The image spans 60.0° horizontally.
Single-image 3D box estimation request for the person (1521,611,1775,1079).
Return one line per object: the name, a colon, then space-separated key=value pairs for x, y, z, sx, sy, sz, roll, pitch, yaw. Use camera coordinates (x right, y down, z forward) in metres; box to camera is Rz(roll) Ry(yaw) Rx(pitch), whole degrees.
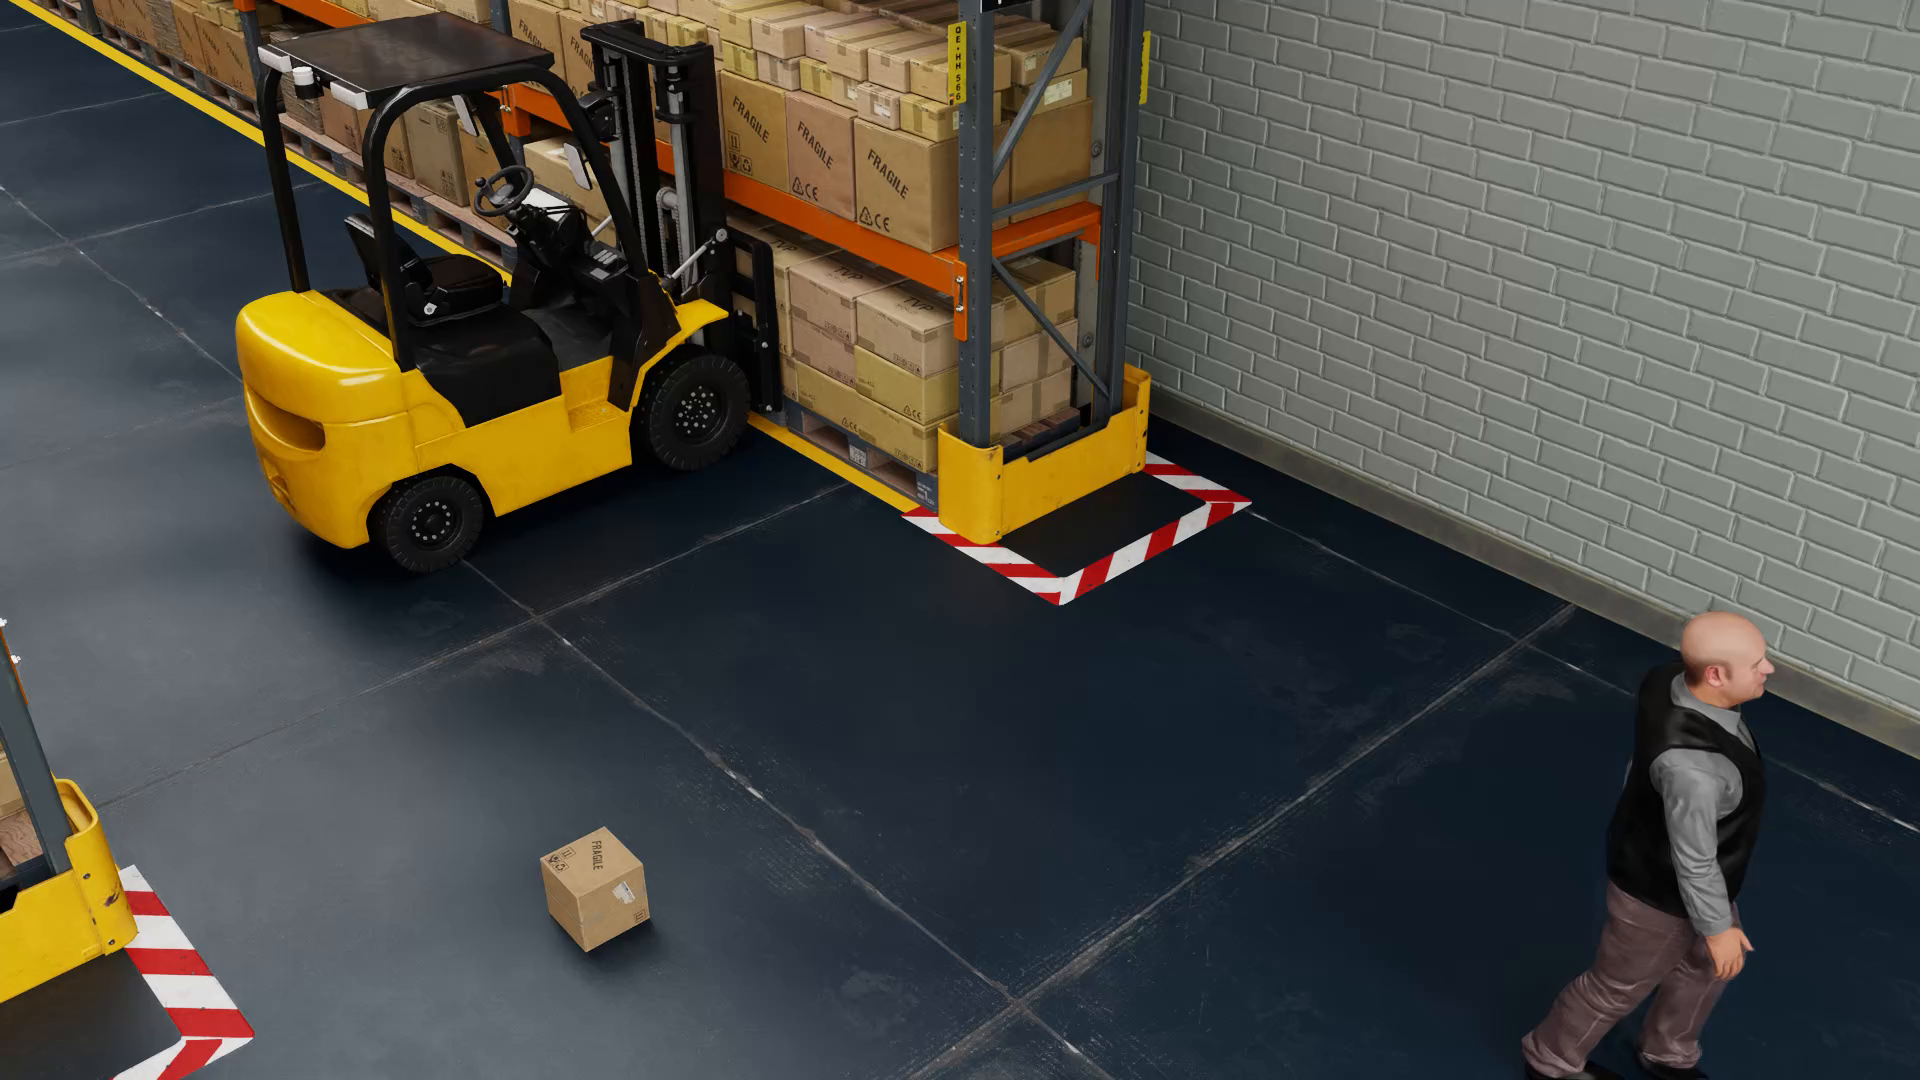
person: x=1.985 y=0.970 z=4.610 sx=0.586 sy=1.791 sz=0.571 roll=11 pitch=33 yaw=18
